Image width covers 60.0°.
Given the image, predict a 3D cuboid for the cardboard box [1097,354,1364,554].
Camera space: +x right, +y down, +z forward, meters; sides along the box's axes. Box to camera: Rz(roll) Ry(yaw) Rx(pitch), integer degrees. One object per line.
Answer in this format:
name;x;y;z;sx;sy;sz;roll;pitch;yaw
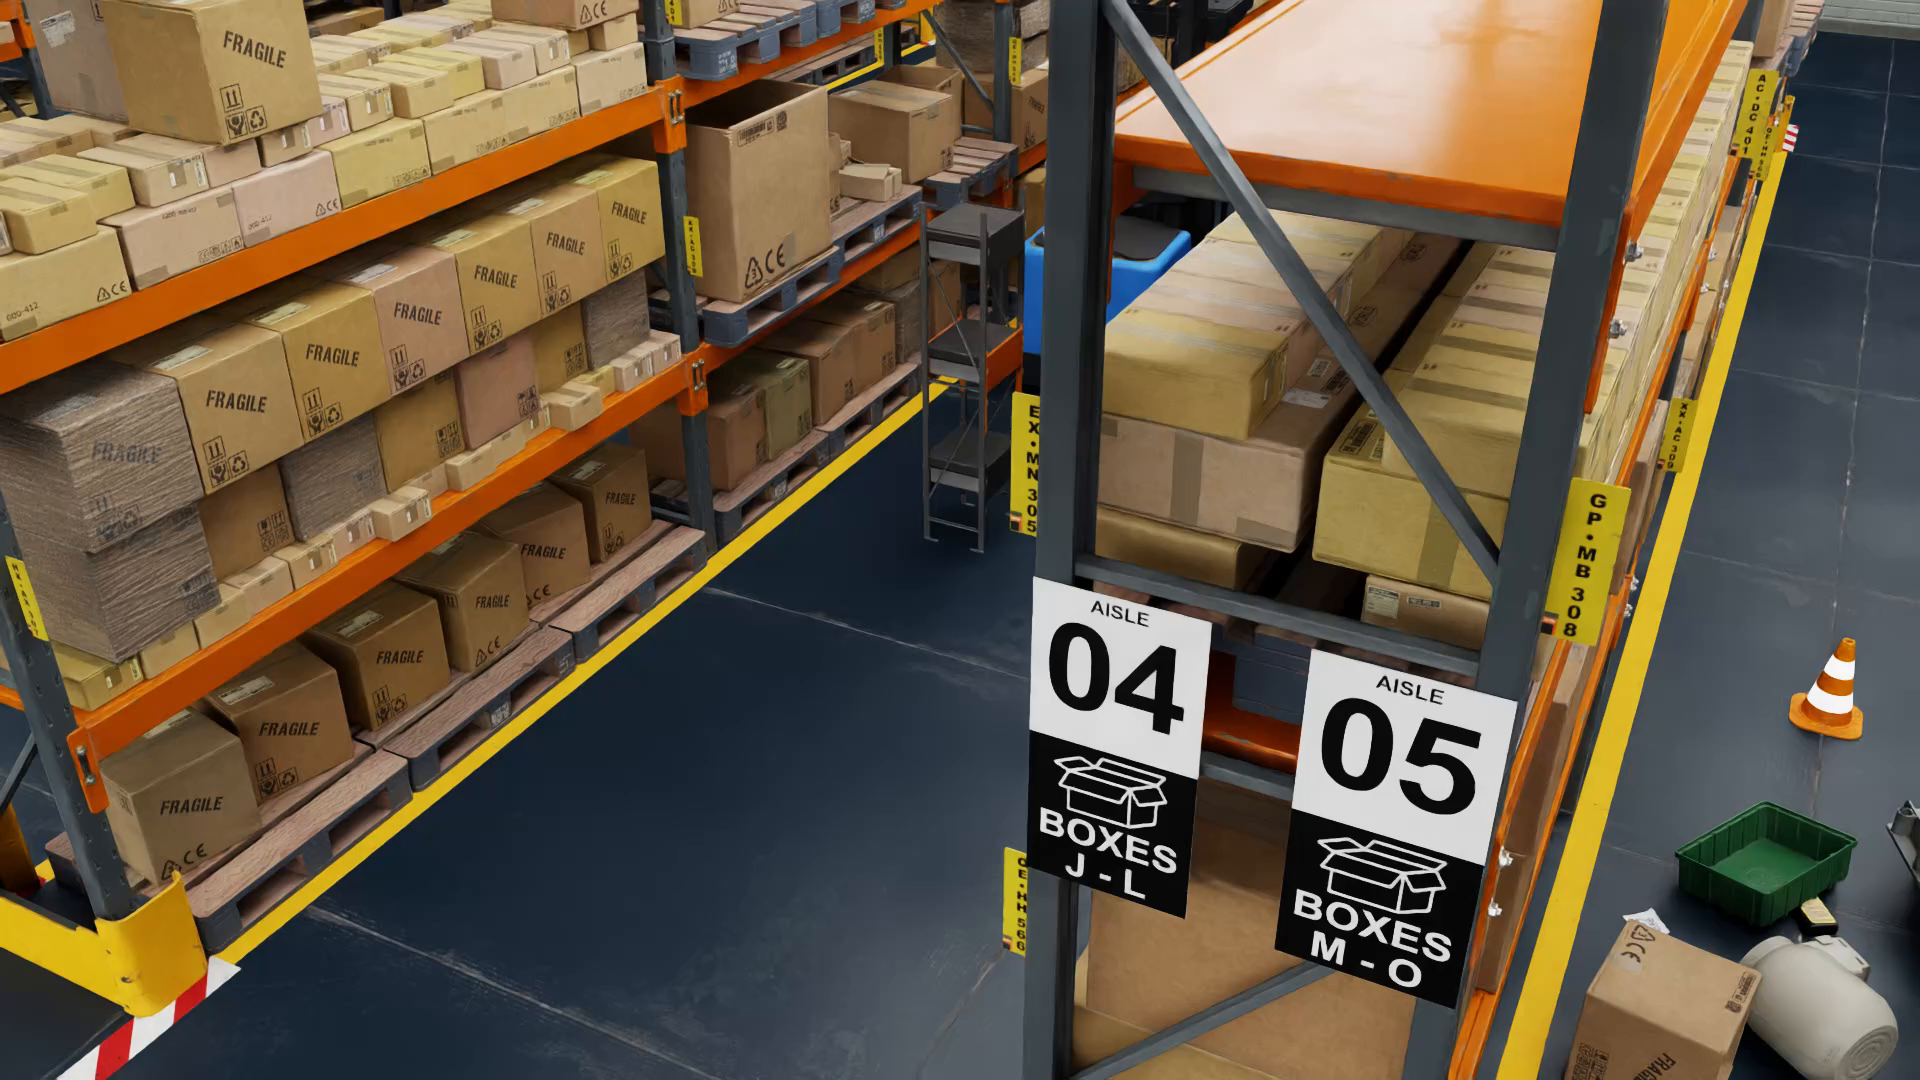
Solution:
cardboard box;0.604;-0.243;3.769;0.500;0.250;0.500;15;33;24

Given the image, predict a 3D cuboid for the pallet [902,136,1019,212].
pallet;-0.325;-2.666;11.863;1.213;0.211;1.003;14;33;23

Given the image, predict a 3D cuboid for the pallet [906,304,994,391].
pallet;-0.453;-1.534;12.499;1.003;0.211;1.213;14;33;23

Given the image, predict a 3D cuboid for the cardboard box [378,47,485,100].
cardboard box;-2.335;-2.060;7.354;0.380;0.149;0.250;16;33;25

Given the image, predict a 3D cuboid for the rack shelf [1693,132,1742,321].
rack shelf;3.363;-2.021;8.258;1.077;0.370;4.000;14;33;23

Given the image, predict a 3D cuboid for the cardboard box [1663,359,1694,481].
cardboard box;3.160;-0.585;7.947;0.500;0.500;0.500;15;33;24

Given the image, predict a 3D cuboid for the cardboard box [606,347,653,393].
cardboard box;-1.876;-0.936;8.911;0.380;0.149;0.250;14;33;23

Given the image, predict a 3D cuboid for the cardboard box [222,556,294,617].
cardboard box;-3.044;0.165;6.994;0.380;0.149;0.250;14;33;23

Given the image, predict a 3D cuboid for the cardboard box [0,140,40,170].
cardboard box;-3.641;-1.380;6.169;0.380;0.149;0.250;13;32;21

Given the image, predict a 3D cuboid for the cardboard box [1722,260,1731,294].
cardboard box;5.035;-1.818;11.529;0.500;0.250;0.500;14;33;23

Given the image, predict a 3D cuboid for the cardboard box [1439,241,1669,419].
cardboard box;1.537;-0.568;4.334;0.500;0.250;0.500;14;33;23

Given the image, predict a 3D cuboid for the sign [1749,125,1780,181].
sign;4.770;-2.297;9.865;0.100;0.325;0.005;14;33;23

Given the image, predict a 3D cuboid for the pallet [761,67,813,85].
pallet;-2.382;-5.111;18.729;1.003;0.211;1.213;14;33;23

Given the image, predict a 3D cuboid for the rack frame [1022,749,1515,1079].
rack frame;0.630;1.628;4.194;1.000;3.000;0.127;14;33;23

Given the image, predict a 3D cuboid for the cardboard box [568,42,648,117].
cardboard box;-1.893;-2.290;8.155;0.500;0.250;0.500;16;33;25

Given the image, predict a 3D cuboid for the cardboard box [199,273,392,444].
cardboard box;-2.786;-0.772;6.970;0.500;0.500;0.500;14;33;23

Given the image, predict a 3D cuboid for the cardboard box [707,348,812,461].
cardboard box;-1.385;-0.897;10.659;0.700;0.500;0.500;14;33;23

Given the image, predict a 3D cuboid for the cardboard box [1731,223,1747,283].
cardboard box;5.983;-2.405;13.305;0.500;0.500;0.500;14;33;22

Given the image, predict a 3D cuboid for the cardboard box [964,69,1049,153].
cardboard box;0.368;-3.286;12.650;0.500;0.500;0.500;15;33;25

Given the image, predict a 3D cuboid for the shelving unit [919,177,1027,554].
shelving unit;0.075;-0.984;9.645;0.431;2.100;0.503;14;33;23

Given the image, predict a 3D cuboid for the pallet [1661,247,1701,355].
pallet;2.070;-1.048;5.930;1.003;0.211;1.213;14;33;23

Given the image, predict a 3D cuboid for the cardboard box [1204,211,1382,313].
cardboard box;0.829;-0.701;4.166;0.380;0.149;0.250;15;33;24

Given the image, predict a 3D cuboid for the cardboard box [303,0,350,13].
cardboard box;-7.527;-6.059;19.647;0.500;0.500;0.500;13;32;21

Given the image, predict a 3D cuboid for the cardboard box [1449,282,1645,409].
cardboard box;1.296;-0.436;3.704;0.380;0.149;0.250;14;33;23

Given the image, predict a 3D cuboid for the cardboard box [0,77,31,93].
cardboard box;-9.412;-4.405;16.476;0.500;0.311;0.500;15;33;25

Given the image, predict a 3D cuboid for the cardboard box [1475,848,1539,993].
cardboard box;1.356;0.919;5.277;0.875;0.550;0.550;14;33;23

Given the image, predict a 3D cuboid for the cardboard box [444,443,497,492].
cardboard box;-2.450;-0.383;7.948;0.380;0.149;0.250;14;33;23

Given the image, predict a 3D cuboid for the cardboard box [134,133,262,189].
cardboard box;-2.897;-1.465;6.317;0.380;0.149;0.250;14;33;23

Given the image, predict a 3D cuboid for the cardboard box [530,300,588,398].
cardboard box;-2.437;-1.089;8.525;0.875;0.500;0.500;14;33;23

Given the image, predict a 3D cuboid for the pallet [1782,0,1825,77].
pallet;4.028;-2.840;9.152;1.213;0.211;1.003;16;33;26

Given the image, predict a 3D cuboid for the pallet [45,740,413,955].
pallet;-3.304;1.281;7.598;1.003;0.211;1.213;14;33;23

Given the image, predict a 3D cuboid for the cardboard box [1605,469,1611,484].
cardboard box;1.301;-0.093;3.908;0.380;0.149;0.250;14;33;23

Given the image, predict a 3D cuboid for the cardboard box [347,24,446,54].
cardboard box;-2.617;-2.282;7.741;0.380;0.149;0.250;15;33;25

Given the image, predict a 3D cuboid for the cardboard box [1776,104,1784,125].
cardboard box;7.732;-4.135;16.073;0.380;0.149;0.250;14;33;22

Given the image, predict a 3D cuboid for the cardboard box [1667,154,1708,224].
cardboard box;1.878;-1.001;4.689;0.380;0.149;0.250;15;33;24

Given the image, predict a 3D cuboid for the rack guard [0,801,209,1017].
rack guard;-3.705;1.508;6.913;1.175;0.500;0.348;14;33;23

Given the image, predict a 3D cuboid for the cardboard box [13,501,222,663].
cardboard box;-3.465;0.048;6.546;0.875;0.500;0.500;14;33;23

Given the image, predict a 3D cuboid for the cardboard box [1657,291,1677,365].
cardboard box;1.876;-0.652;4.882;0.380;0.149;0.250;14;33;23

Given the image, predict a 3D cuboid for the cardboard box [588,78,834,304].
cardboard box;-1.431;-2.078;9.624;1.000;1.000;1.000;15;33;24

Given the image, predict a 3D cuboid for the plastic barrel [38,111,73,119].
plastic barrel;-5.881;-2.759;11.330;0.600;0.901;0.708;14;33;23

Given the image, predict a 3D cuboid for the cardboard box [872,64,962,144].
cardboard box;-0.306;-3.066;11.845;0.500;0.500;0.500;10;31;17

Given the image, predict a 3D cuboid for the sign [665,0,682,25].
sign;-1.431;-2.721;8.235;0.100;0.325;0.005;14;33;23

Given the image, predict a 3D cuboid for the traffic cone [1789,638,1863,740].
traffic cone;4.407;0.702;8.353;0.336;0.463;0.334;14;33;23

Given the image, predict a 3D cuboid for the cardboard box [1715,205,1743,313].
cardboard box;4.308;-1.702;9.891;0.500;0.500;0.500;14;33;23

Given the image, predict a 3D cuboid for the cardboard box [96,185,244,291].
cardboard box;-3.061;-1.163;6.192;0.500;0.250;0.500;14;33;22

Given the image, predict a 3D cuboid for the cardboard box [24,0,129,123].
cardboard box;-3.259;-1.977;6.558;0.500;0.500;0.500;14;33;23

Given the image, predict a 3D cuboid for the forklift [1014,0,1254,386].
forklift;1.432;-2.932;12.203;1.130;2.935;3.031;12;32;20

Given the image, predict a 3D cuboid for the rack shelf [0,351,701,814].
rack shelf;-2.829;-0.117;7.955;1.077;0.370;4.000;14;33;23

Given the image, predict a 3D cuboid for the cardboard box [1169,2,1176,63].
cardboard box;1.757;-4.636;15.001;0.500;0.500;0.500;14;33;23

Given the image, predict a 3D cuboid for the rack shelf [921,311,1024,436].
rack shelf;0.075;-0.972;9.652;0.431;0.518;0.480;14;33;23

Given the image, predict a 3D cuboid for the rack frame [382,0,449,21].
rack frame;-4.505;-4.213;14.364;1.000;3.000;0.127;14;33;23

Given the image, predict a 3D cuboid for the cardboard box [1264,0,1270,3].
cardboard box;2.983;-5.616;17.061;0.380;0.149;0.250;15;33;24

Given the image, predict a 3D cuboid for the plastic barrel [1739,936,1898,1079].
plastic barrel;3.301;1.822;6.442;0.421;0.421;0.512;-12;32;-20

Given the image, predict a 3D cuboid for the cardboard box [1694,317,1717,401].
cardboard box;4.823;-1.273;11.333;0.500;0.500;0.500;13;32;21

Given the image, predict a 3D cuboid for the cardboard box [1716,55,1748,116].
cardboard box;2.454;-1.562;5.666;0.380;0.149;0.250;14;33;23

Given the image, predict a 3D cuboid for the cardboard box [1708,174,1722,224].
cardboard box;2.456;-1.217;5.866;0.380;0.149;0.250;15;33;24

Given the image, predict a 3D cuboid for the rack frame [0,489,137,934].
rack frame;-3.740;0.458;6.232;1.000;3.000;0.127;14;33;23

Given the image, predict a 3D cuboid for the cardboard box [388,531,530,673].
cardboard box;-2.602;0.303;8.589;0.500;0.500;0.500;11;32;19
